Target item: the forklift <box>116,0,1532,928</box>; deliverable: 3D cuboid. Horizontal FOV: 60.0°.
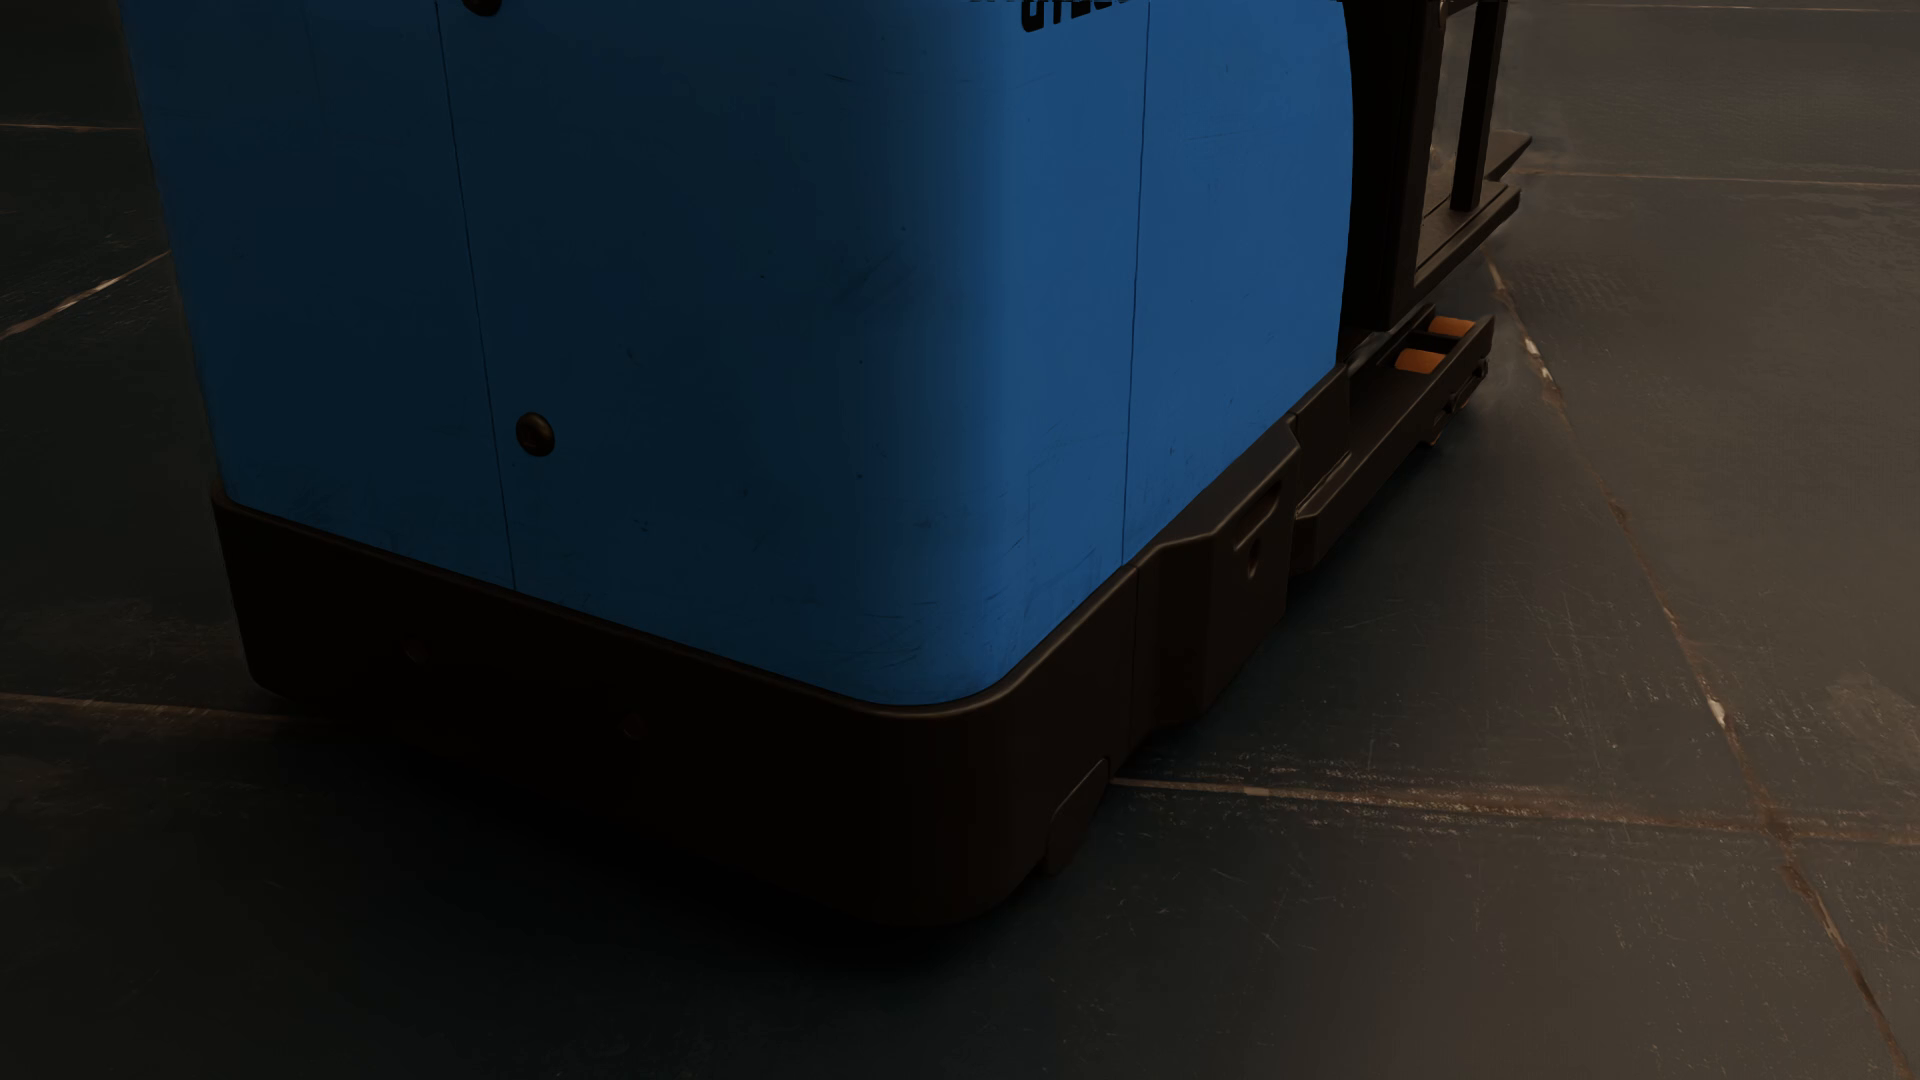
[{"bbox_3d":[0.297,-1.560,2.344,1.130,2.935,3.031,14,30,26],"label":"forklift"}]
